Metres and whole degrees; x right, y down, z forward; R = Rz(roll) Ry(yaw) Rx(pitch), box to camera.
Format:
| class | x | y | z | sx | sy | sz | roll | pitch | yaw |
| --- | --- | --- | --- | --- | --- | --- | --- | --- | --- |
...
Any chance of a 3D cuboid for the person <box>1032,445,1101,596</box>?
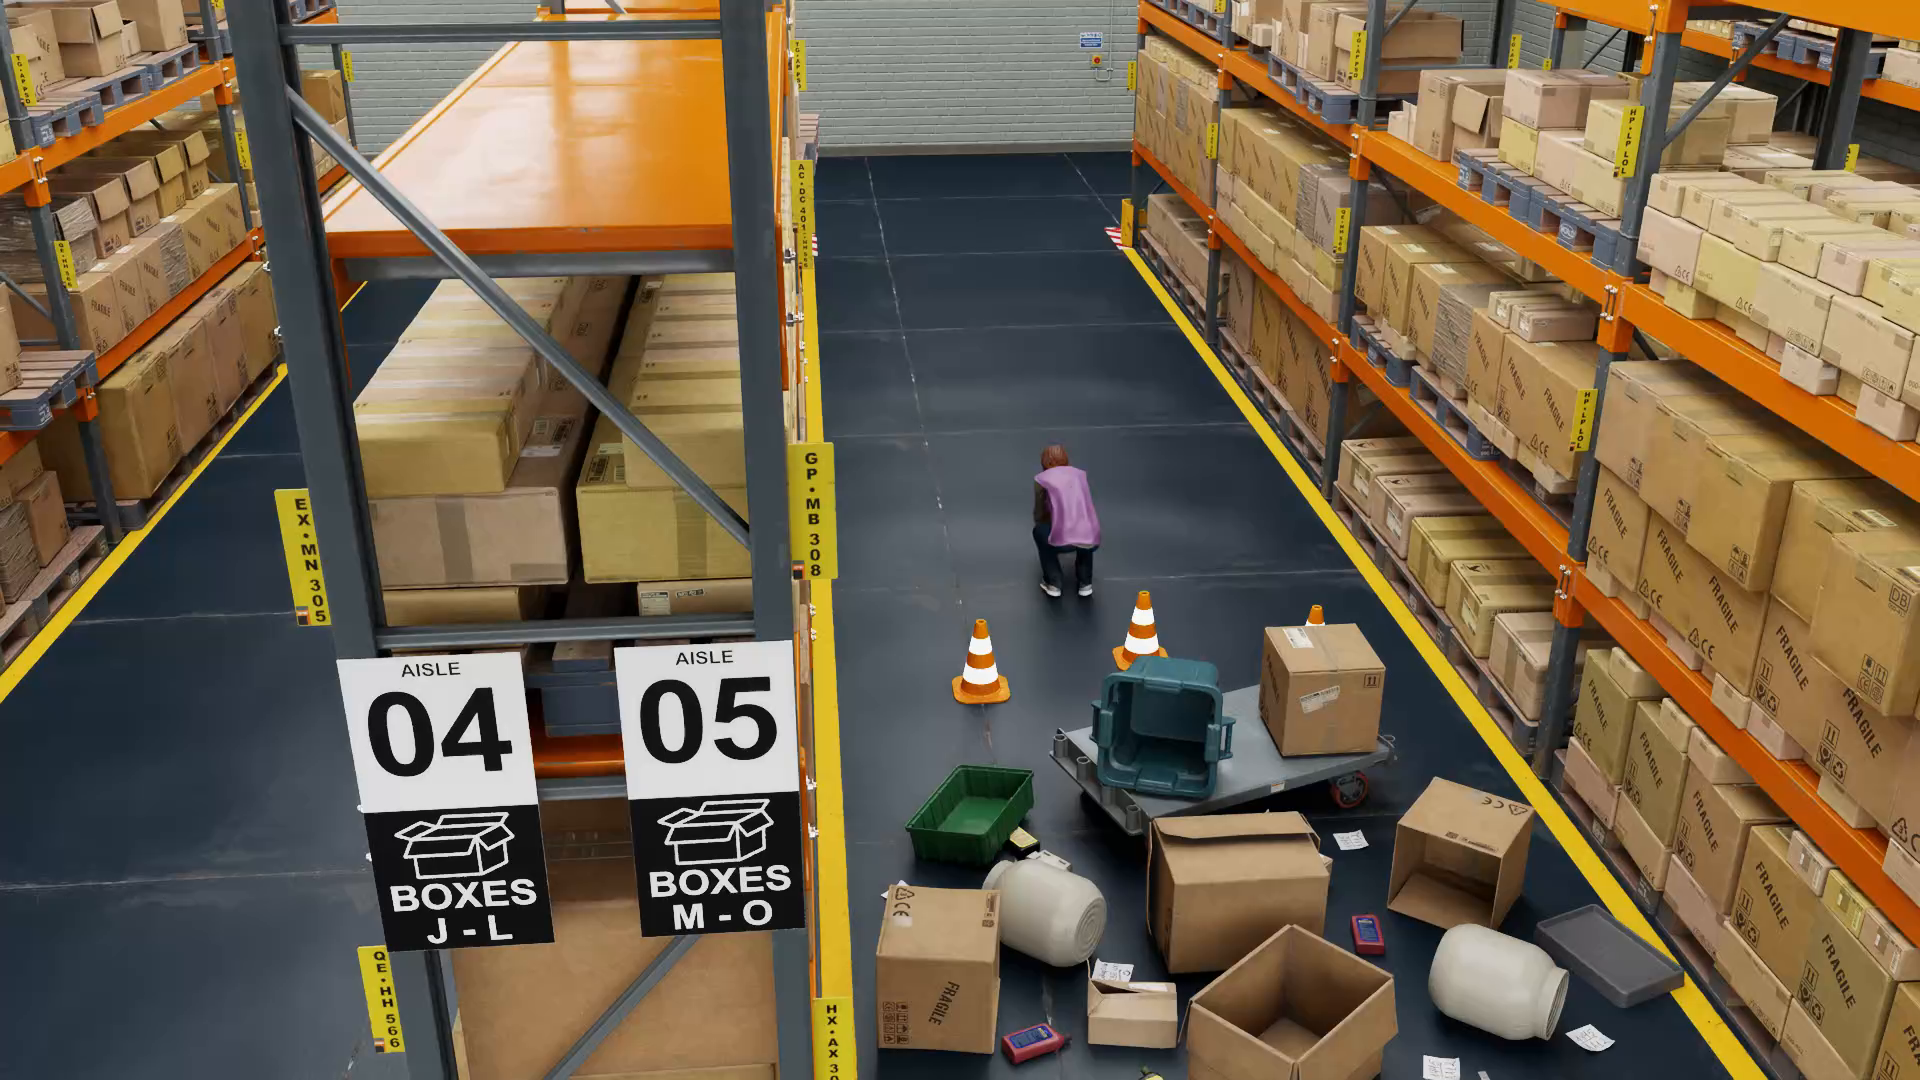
| class | x | y | z | sx | sy | sz | roll | pitch | yaw |
| --- | --- | --- | --- | --- | --- | --- | --- | --- | --- |
| person | 0.714 | -0.117 | 11.248 | 0.420 | 0.895 | 0.831 | -3 | 24 | -6 |
